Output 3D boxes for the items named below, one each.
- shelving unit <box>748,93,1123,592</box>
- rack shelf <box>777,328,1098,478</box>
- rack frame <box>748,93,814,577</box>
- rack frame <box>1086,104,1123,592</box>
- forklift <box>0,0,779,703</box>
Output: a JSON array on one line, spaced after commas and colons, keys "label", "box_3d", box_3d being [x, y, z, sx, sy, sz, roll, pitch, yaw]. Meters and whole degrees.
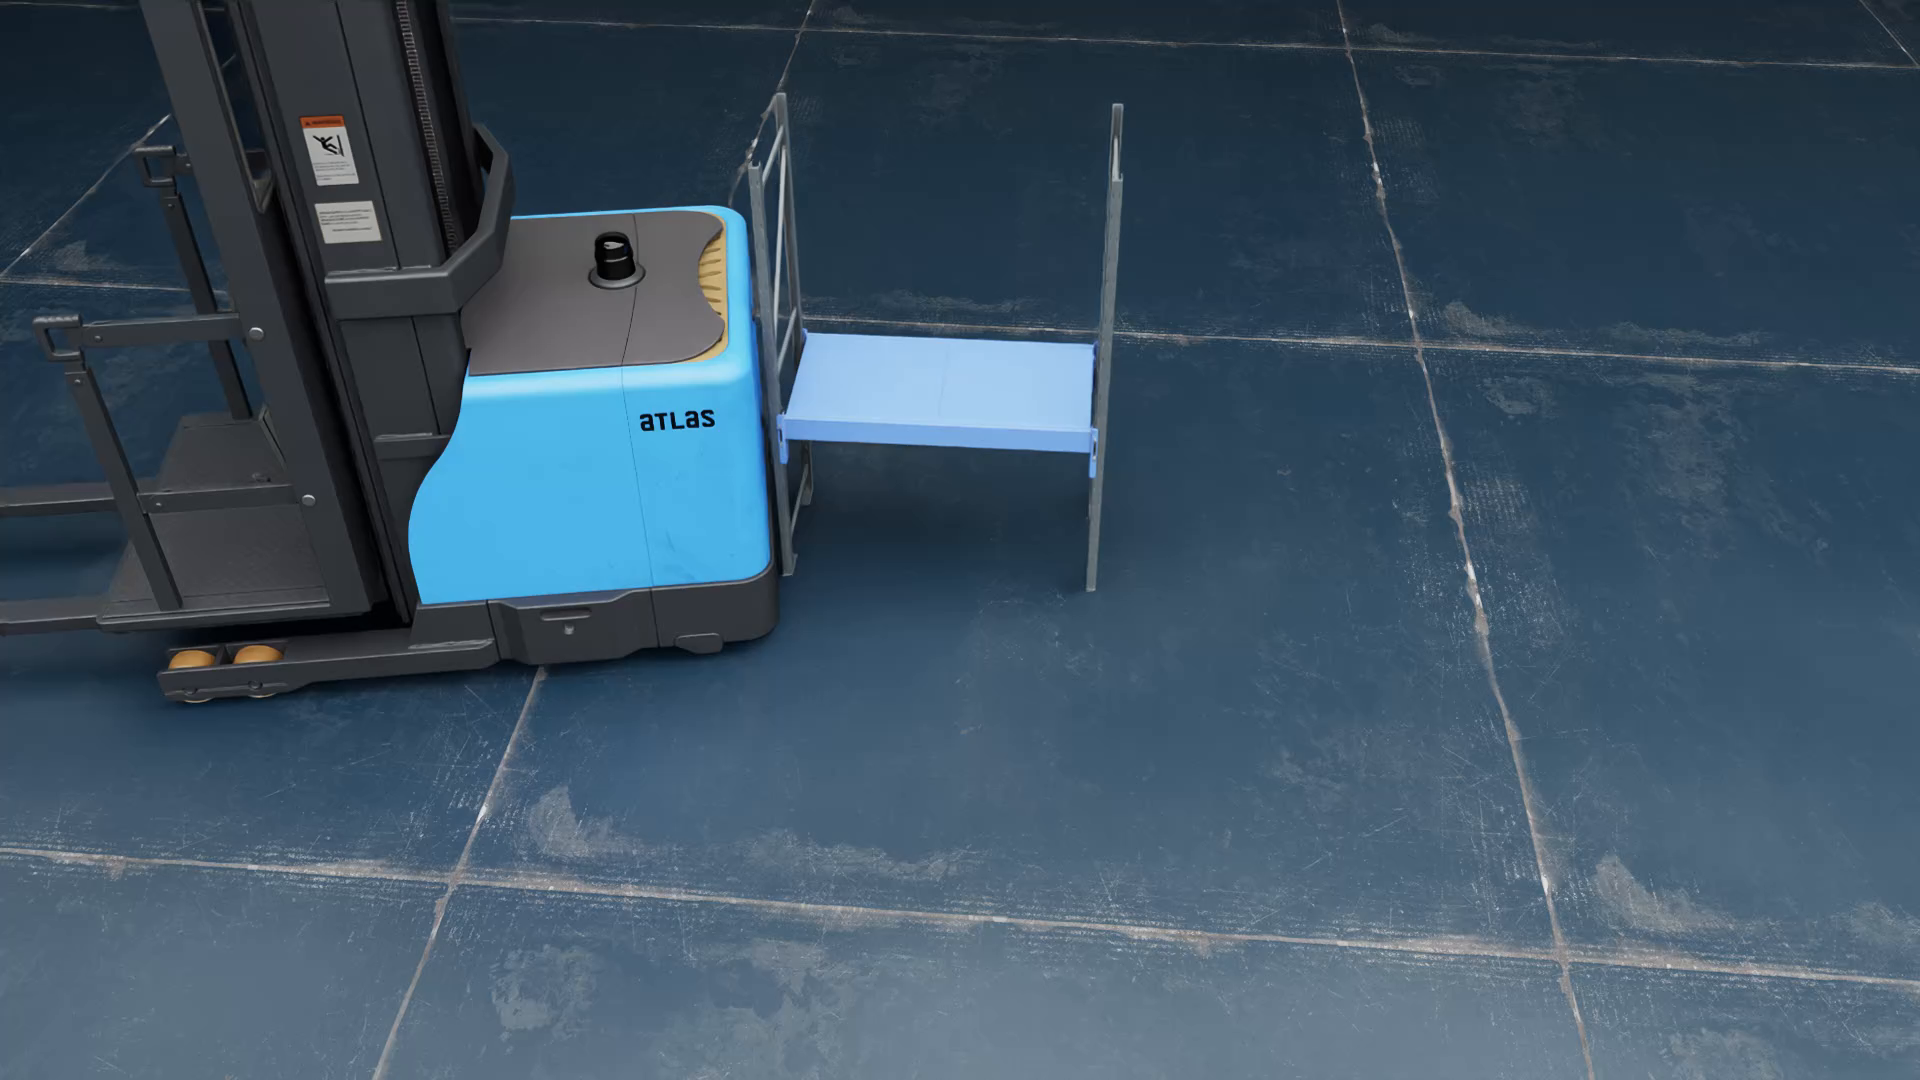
[{"label": "shelving unit", "box_3d": [-0.053, -0.592, 5.289, 1.048, 1.500, 0.538, 3, 39, 3]}, {"label": "rack shelf", "box_3d": [-0.053, -0.452, 5.402, 1.000, 0.185, 0.538, 3, 39, 3]}, {"label": "rack frame", "box_3d": [-0.560, -0.616, 5.319, 0.032, 1.500, 0.500, 3, 39, 3]}, {"label": "rack frame", "box_3d": [0.454, -0.567, 5.259, 0.032, 1.500, 0.500, 3, 39, 3]}, {"label": "forklift", "box_3d": [-2.134, -0.988, 4.642, 3.031, 2.935, 1.130, -4, 39, -5]}]
